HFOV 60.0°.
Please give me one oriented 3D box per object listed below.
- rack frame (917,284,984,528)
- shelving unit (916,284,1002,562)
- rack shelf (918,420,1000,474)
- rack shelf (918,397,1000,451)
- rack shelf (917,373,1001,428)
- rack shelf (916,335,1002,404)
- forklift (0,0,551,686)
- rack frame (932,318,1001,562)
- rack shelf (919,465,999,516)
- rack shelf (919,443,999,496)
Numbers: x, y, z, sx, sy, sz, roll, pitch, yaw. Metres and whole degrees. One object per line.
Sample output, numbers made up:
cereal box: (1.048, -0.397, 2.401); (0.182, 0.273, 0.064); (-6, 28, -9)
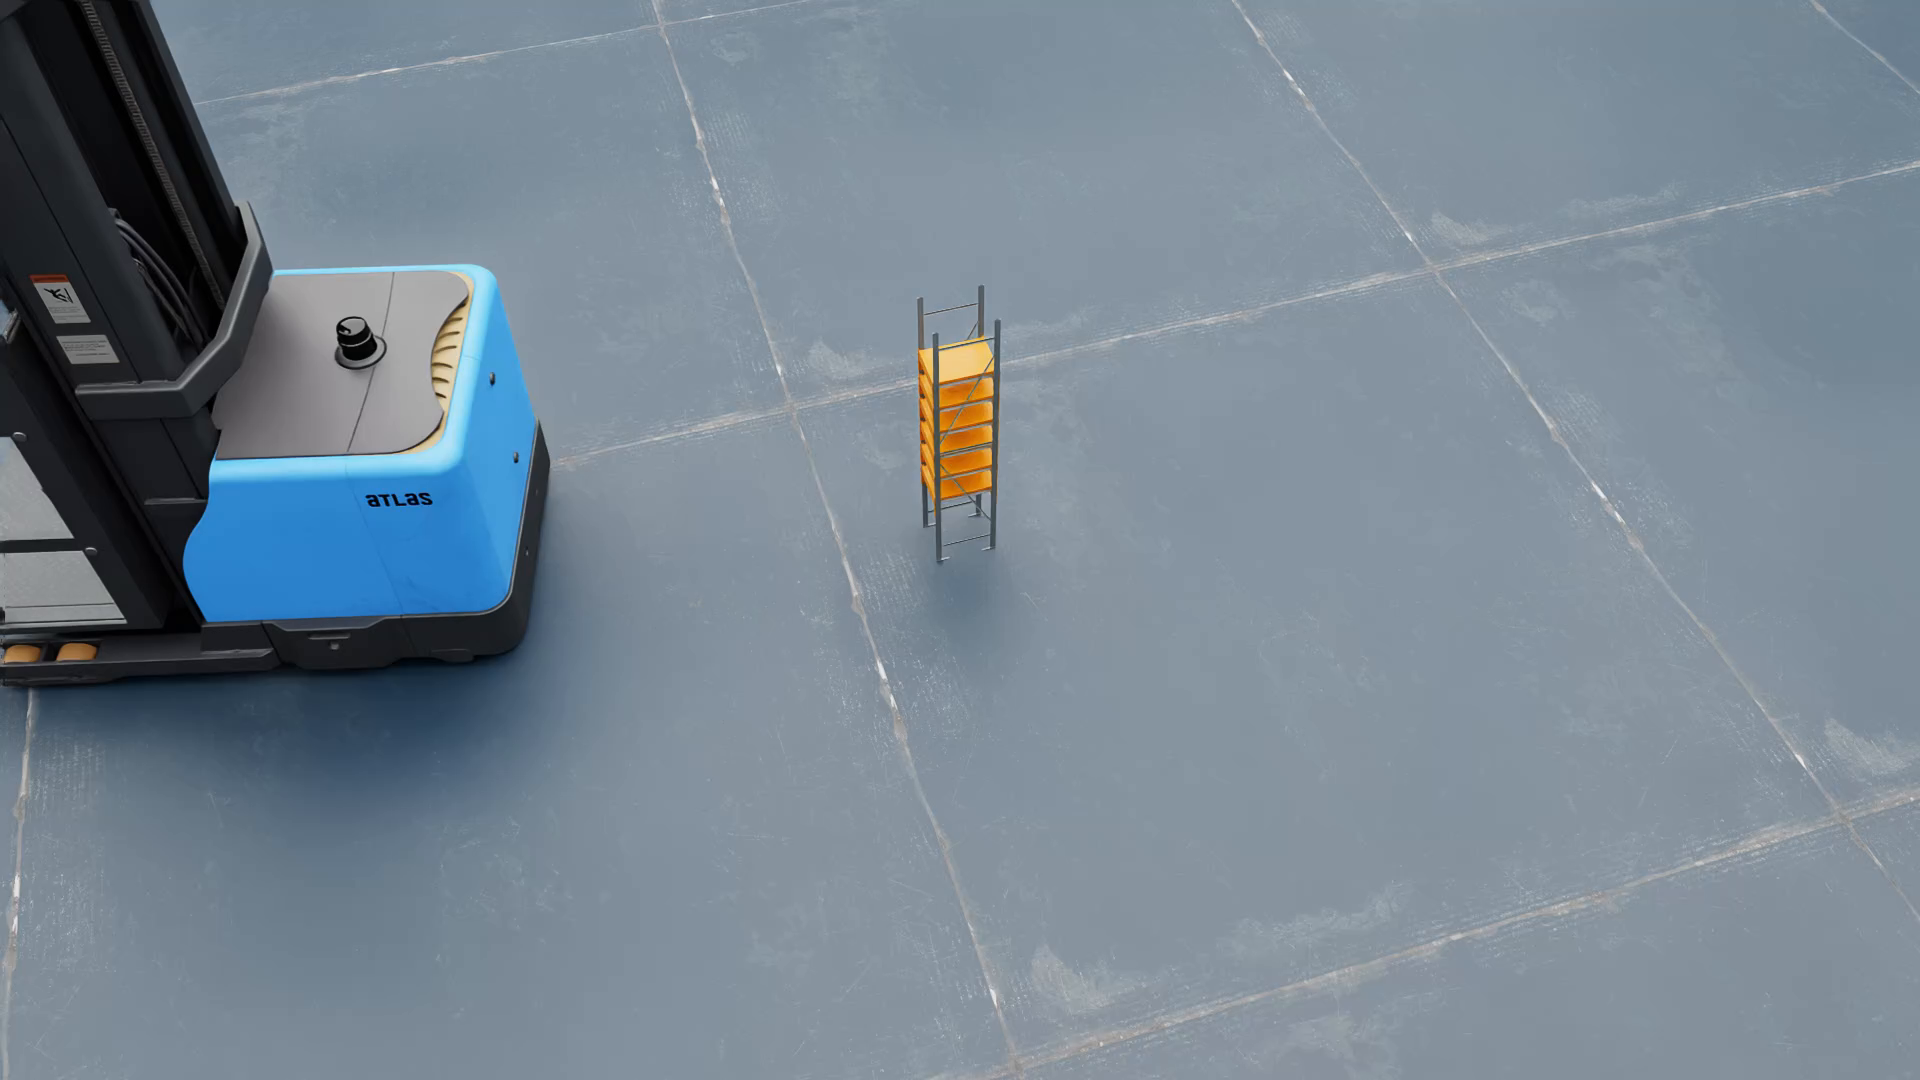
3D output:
rack frame: (-0.031, -0.464, 6.146); (0.240, 1.200, 0.006); (-13, 51, -11)
shelving unit: (-0.004, -0.397, 6.090); (0.258, 1.200, 0.189); (-13, 51, -11)
rack shelf: (-0.004, -0.369, 6.124); (0.258, 0.103, 0.180); (-13, 51, -11)
rack shelf: (-0.004, -0.446, 6.032); (0.258, 0.103, 0.180); (-13, 51, -11)
rack shelf: (-0.004, -0.523, 5.940); (0.258, 0.103, 0.180); (-13, 51, -11)
rack shelf: (-0.004, -0.601, 5.849); (0.258, 0.103, 0.180); (-13, 51, -11)
forklift: (-3.143, -0.827, 5.320); (3.031, 2.935, 1.130); (-2, 50, -2)
rack frame: (0.023, -0.330, 6.034); (0.240, 1.200, 0.006); (-13, 51, -11)
rack shelf: (-0.004, -0.214, 6.307); (0.258, 0.103, 0.180); (-13, 51, -11)
rack shelf: (-0.004, -0.291, 6.216); (0.258, 0.103, 0.180); (-13, 51, -11)
